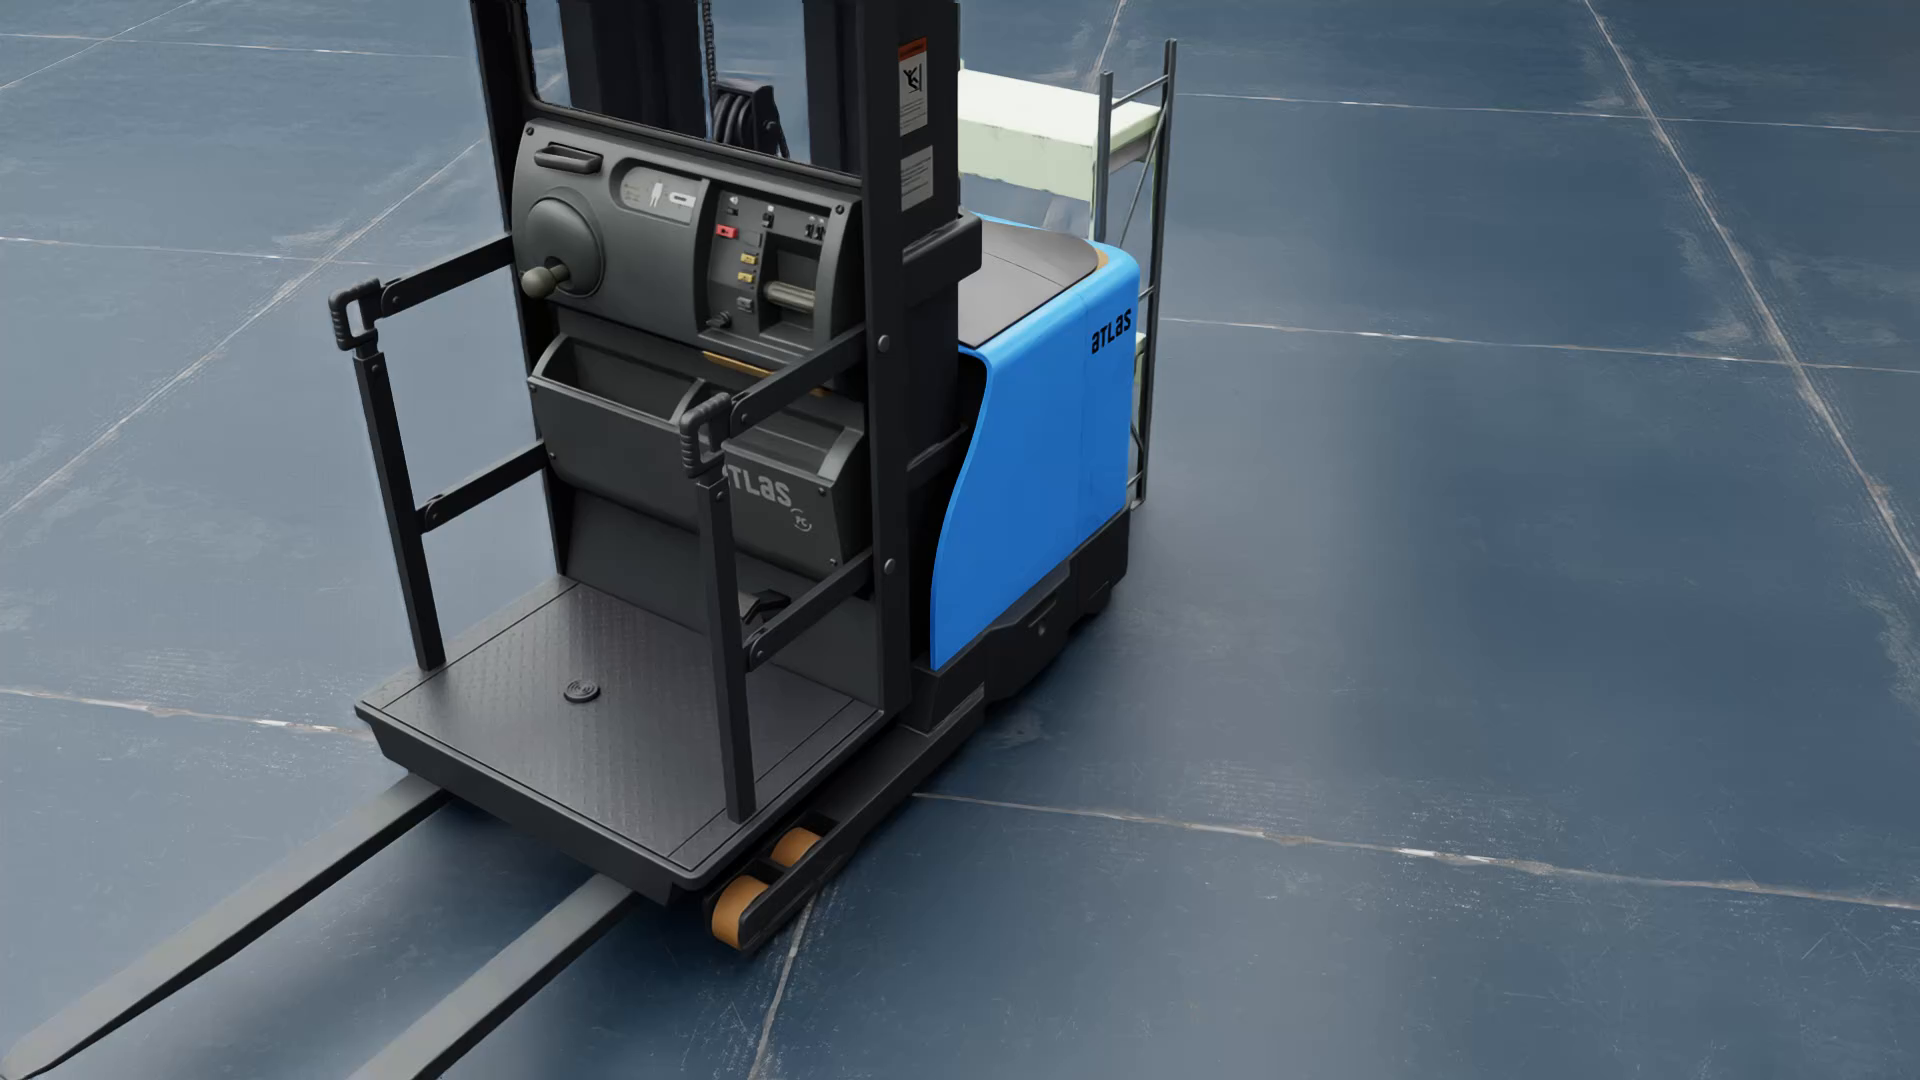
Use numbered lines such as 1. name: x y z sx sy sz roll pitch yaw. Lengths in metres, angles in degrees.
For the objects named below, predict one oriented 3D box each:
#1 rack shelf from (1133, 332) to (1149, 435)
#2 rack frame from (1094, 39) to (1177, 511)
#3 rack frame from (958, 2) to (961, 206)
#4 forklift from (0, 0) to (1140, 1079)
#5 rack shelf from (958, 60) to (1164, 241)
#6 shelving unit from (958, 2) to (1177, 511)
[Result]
1. rack shelf: 0.186 -0.515 5.274 0.720 0.370 0.431 20 37 28
2. rack frame: 0.490 -0.684 4.928 0.023 1.500 0.400 20 37 28
3. rack frame: -0.118 -0.900 5.274 0.023 1.500 0.400 20 37 28
4. forklift: -0.738 -0.602 3.449 1.130 2.935 3.031 20 37 28
5. rack shelf: 0.186 -1.122 4.894 0.720 0.370 0.431 20 37 28
6. shelving unit: 0.186 -0.792 5.101 0.755 1.500 0.431 20 37 28
